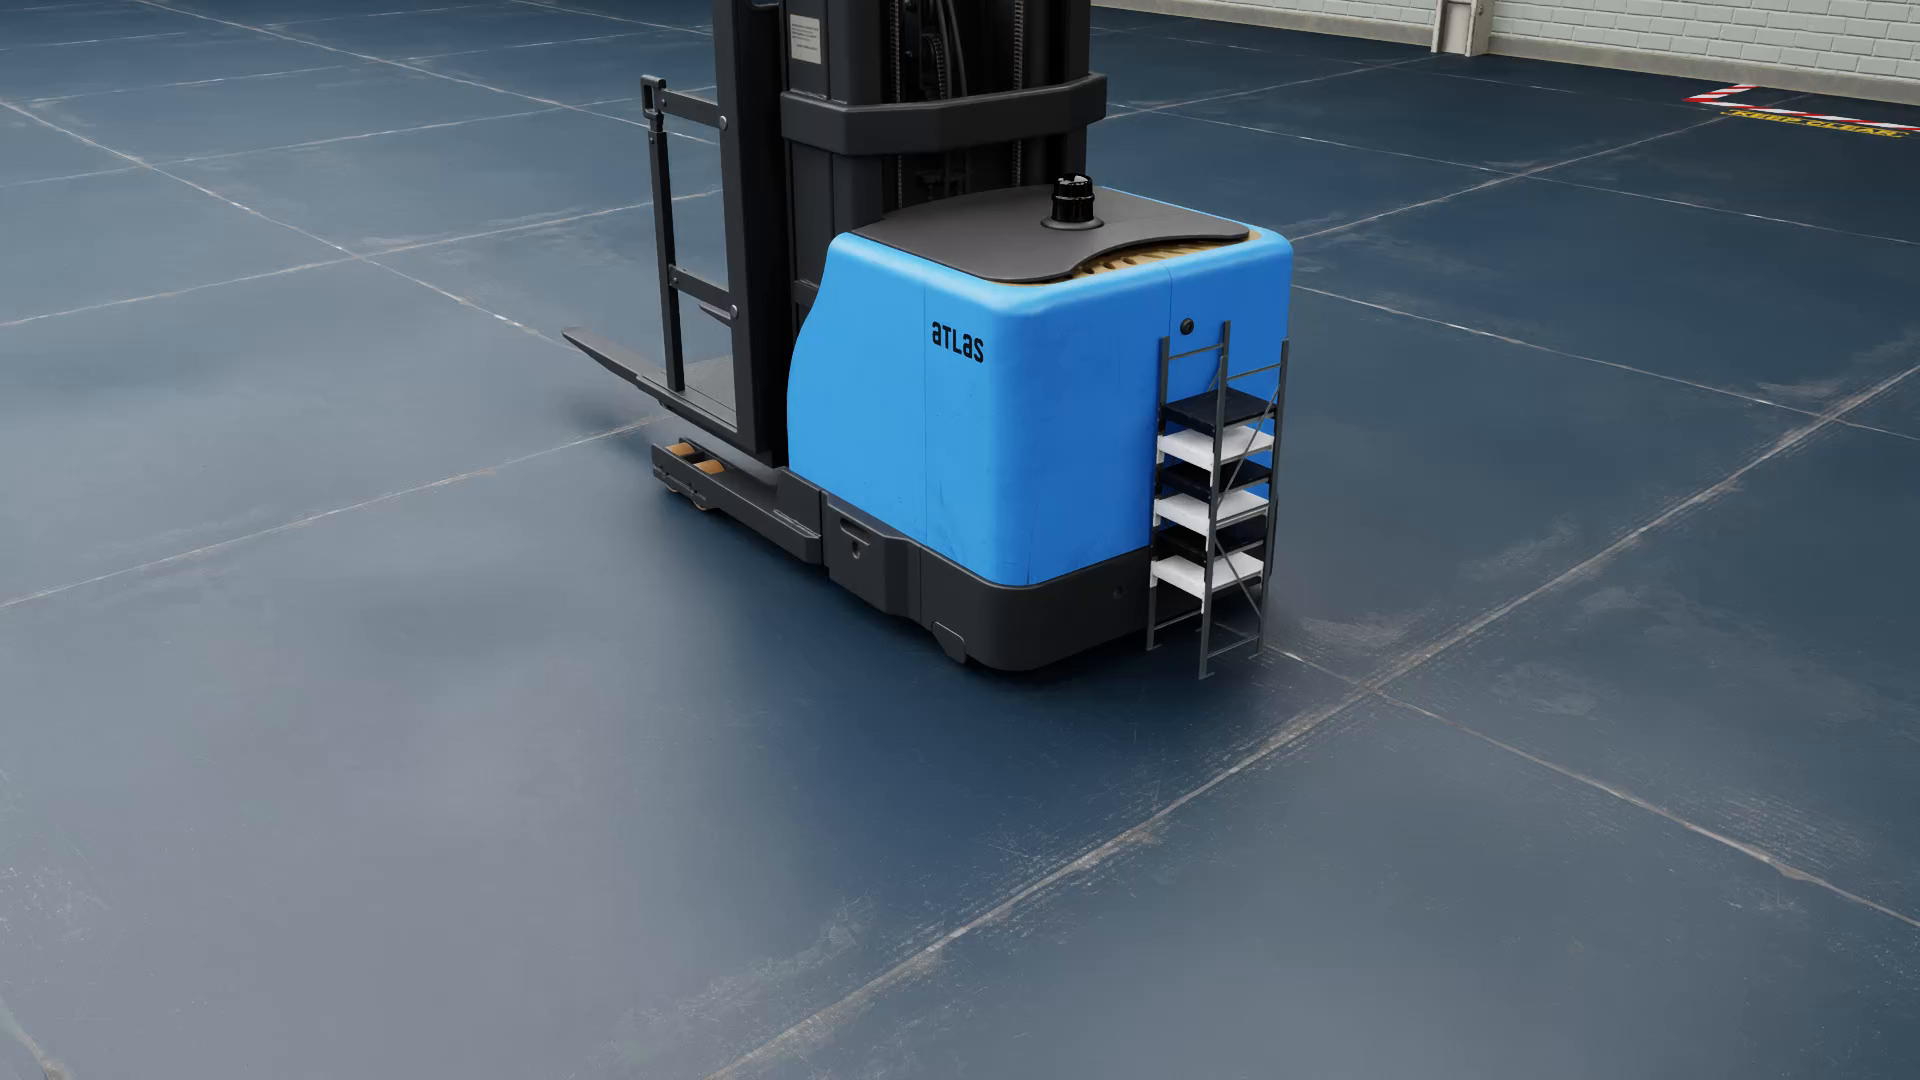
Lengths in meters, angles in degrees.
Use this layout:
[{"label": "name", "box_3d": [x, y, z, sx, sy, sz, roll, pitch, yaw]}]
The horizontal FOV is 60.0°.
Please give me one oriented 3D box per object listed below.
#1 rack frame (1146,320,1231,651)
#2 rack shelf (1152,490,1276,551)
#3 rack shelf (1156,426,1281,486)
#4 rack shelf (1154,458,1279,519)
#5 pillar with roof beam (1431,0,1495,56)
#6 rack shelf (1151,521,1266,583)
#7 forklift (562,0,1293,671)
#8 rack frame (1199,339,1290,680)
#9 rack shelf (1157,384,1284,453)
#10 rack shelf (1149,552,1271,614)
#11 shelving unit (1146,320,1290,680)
[{"label": "rack frame", "box_3d": [0.610, -0.134, 4.459, 0.240, 0.900, 0.006, -18, 30, -34]}, {"label": "rack shelf", "box_3d": [0.672, -0.070, 4.399, 0.258, 0.077, 0.200, -18, 30, -34]}, {"label": "rack shelf", "box_3d": [0.672, -0.234, 4.325, 0.258, 0.077, 0.200, -18, 30, -34]}, {"label": "rack shelf", "box_3d": [0.672, -0.152, 4.362, 0.258, 0.077, 0.200, -18, 30, -34]}, {"label": "pillar with roof beam", "box_3d": [1.275, -7.186, 10.159, 9.100, 9.000, 0.400, -21, 32, -38]}, {"label": "rack shelf", "box_3d": [0.672, 0.012, 4.437, 0.258, 0.077, 0.200, -18, 30, -34]}, {"label": "forklift", "box_3d": [-0.379, -1.539, 5.092, 1.130, 2.935, 3.031, -18, 30, -34]}, {"label": "rack frame", "box_3d": [0.733, -0.067, 4.312, 0.240, 0.900, 0.006, -18, 30, -34]}, {"label": "rack shelf", "box_3d": [0.672, -0.316, 4.287, 0.258, 0.077, 0.200, -18, 30, -34]}, {"label": "rack shelf", "box_3d": [0.672, 0.094, 4.474, 0.258, 0.077, 0.200, -18, 30, -34]}, {"label": "shelving unit", "box_3d": [0.672, -0.100, 4.386, 0.258, 0.900, 0.210, -18, 30, -34]}]
